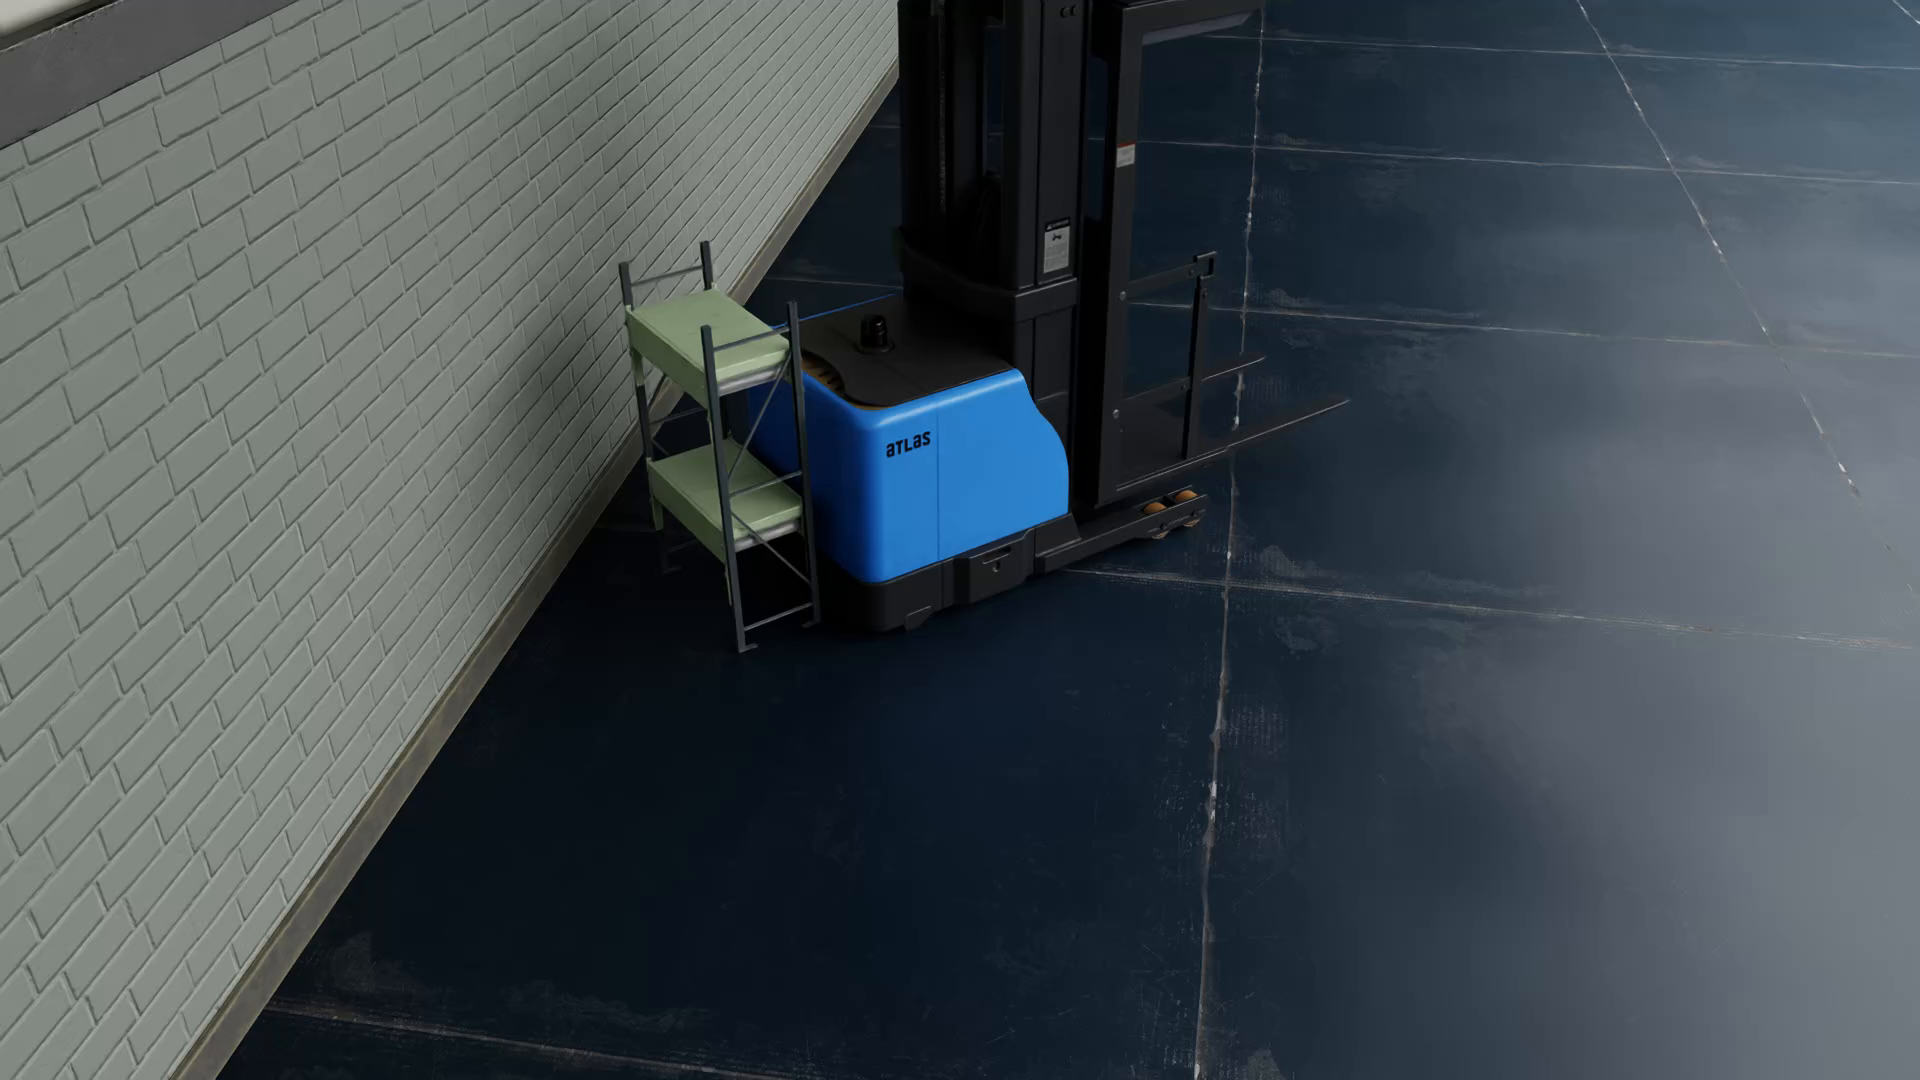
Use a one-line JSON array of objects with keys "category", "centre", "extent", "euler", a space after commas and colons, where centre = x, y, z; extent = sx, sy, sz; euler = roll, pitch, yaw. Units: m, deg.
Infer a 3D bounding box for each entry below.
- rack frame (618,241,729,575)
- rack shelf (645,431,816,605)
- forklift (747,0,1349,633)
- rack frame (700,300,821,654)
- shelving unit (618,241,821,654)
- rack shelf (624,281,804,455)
[{"category": "rack frame", "centre": [-1.194, -0.542, 7.194], "extent": [0.400, 1.500, 0.023], "euler": [-21, 38, -28]}, {"category": "rack shelf", "centre": [-0.983, -0.108, 7.113], "extent": [0.431, 0.370, 0.720], "euler": [-21, 38, -28]}, {"category": "forklift", "centre": [0.556, -1.457, 7.315], "extent": [3.031, 2.935, 1.130], "euler": [-20, 37, -29]}, {"category": "rack frame", "centre": [-0.783, -0.221, 6.680], "extent": [0.400, 1.500, 0.023], "euler": [-21, 38, -28]}, {"category": "shelving unit", "centre": [-0.988, -0.382, 6.937], "extent": [0.431, 1.500, 0.755], "euler": [-21, 38, -28]}, {"category": "rack shelf", "centre": [-0.995, -0.710, 6.726], "extent": [0.431, 0.370, 0.720], "euler": [-21, 38, -28]}]
